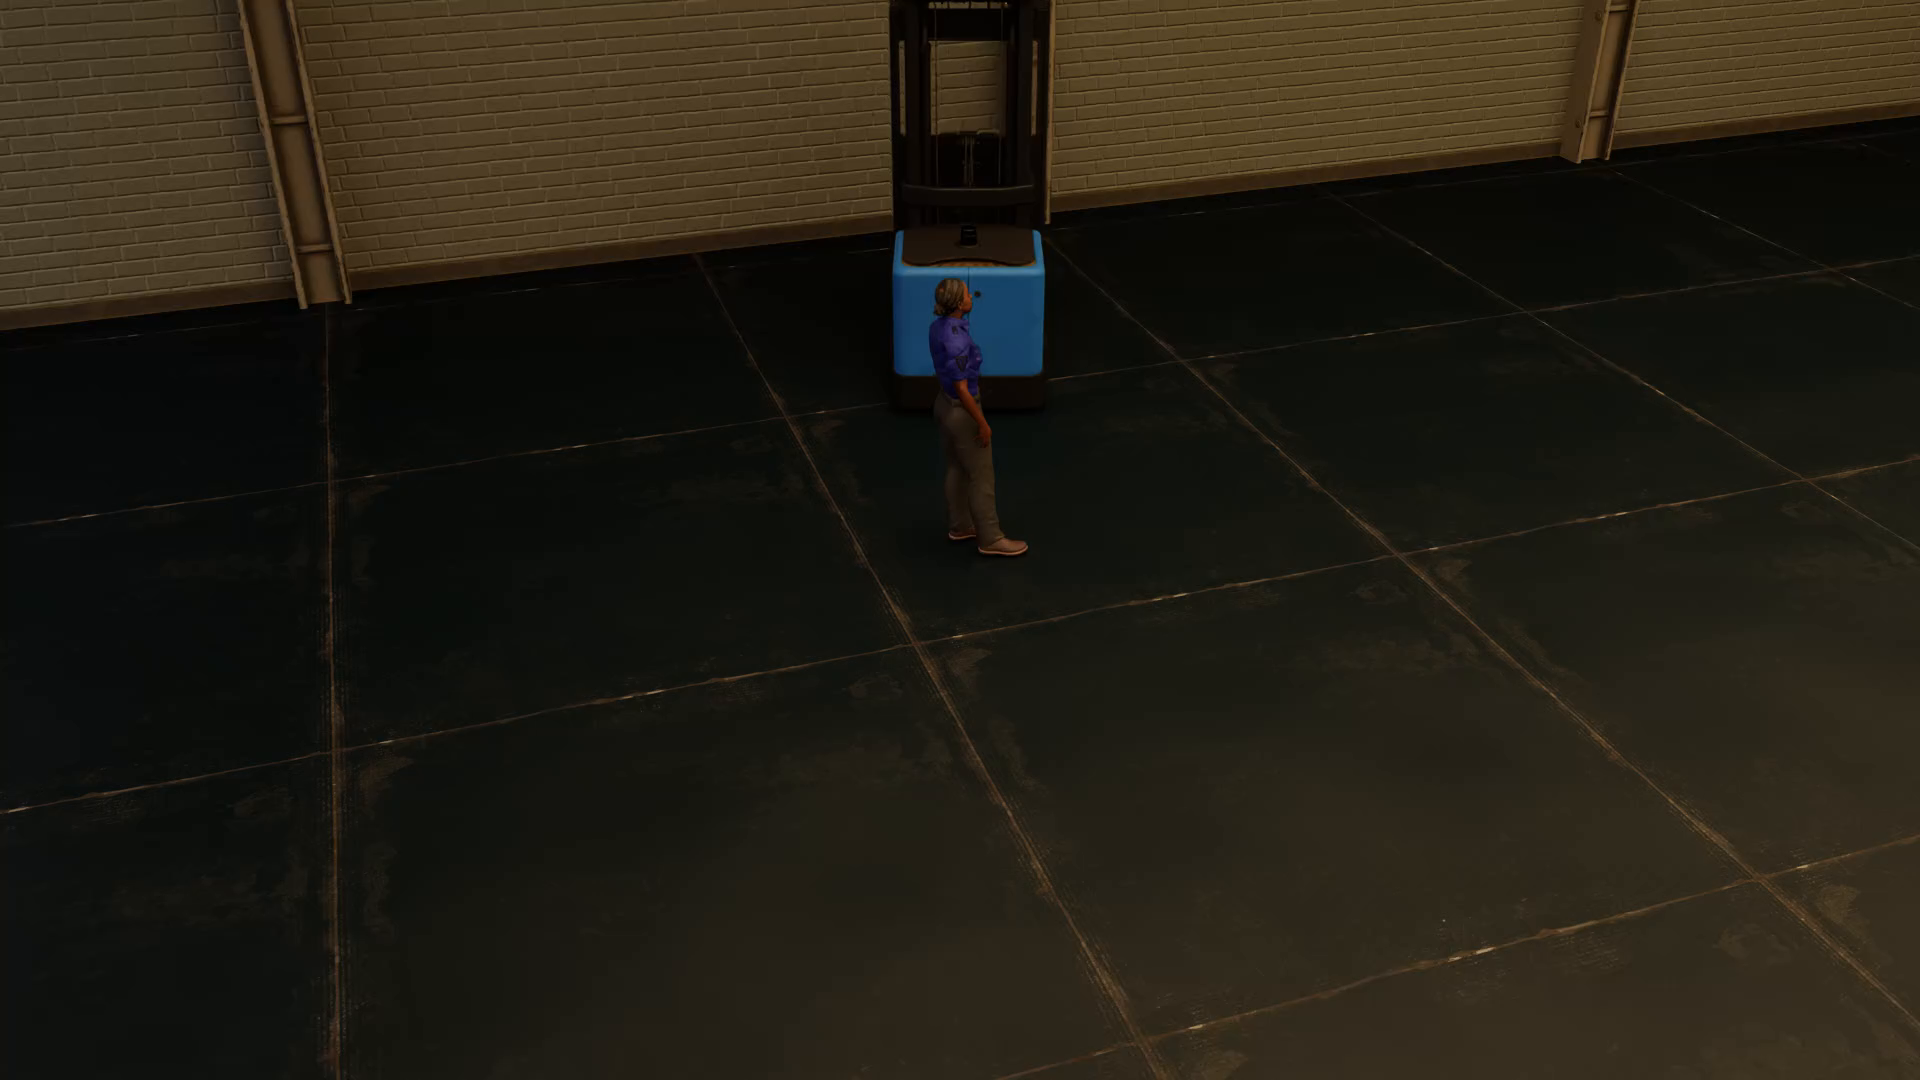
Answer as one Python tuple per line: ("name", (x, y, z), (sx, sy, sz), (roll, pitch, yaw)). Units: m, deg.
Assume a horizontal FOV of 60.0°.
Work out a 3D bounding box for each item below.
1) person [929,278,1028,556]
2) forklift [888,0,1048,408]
("person", (0.089, -0.727, 9.618), (0.504, 1.654, 0.570), (-10, 31, -16))
("forklift", (0.058, -2.871, 12.078), (1.130, 2.935, 3.031), (0, 30, 0))
